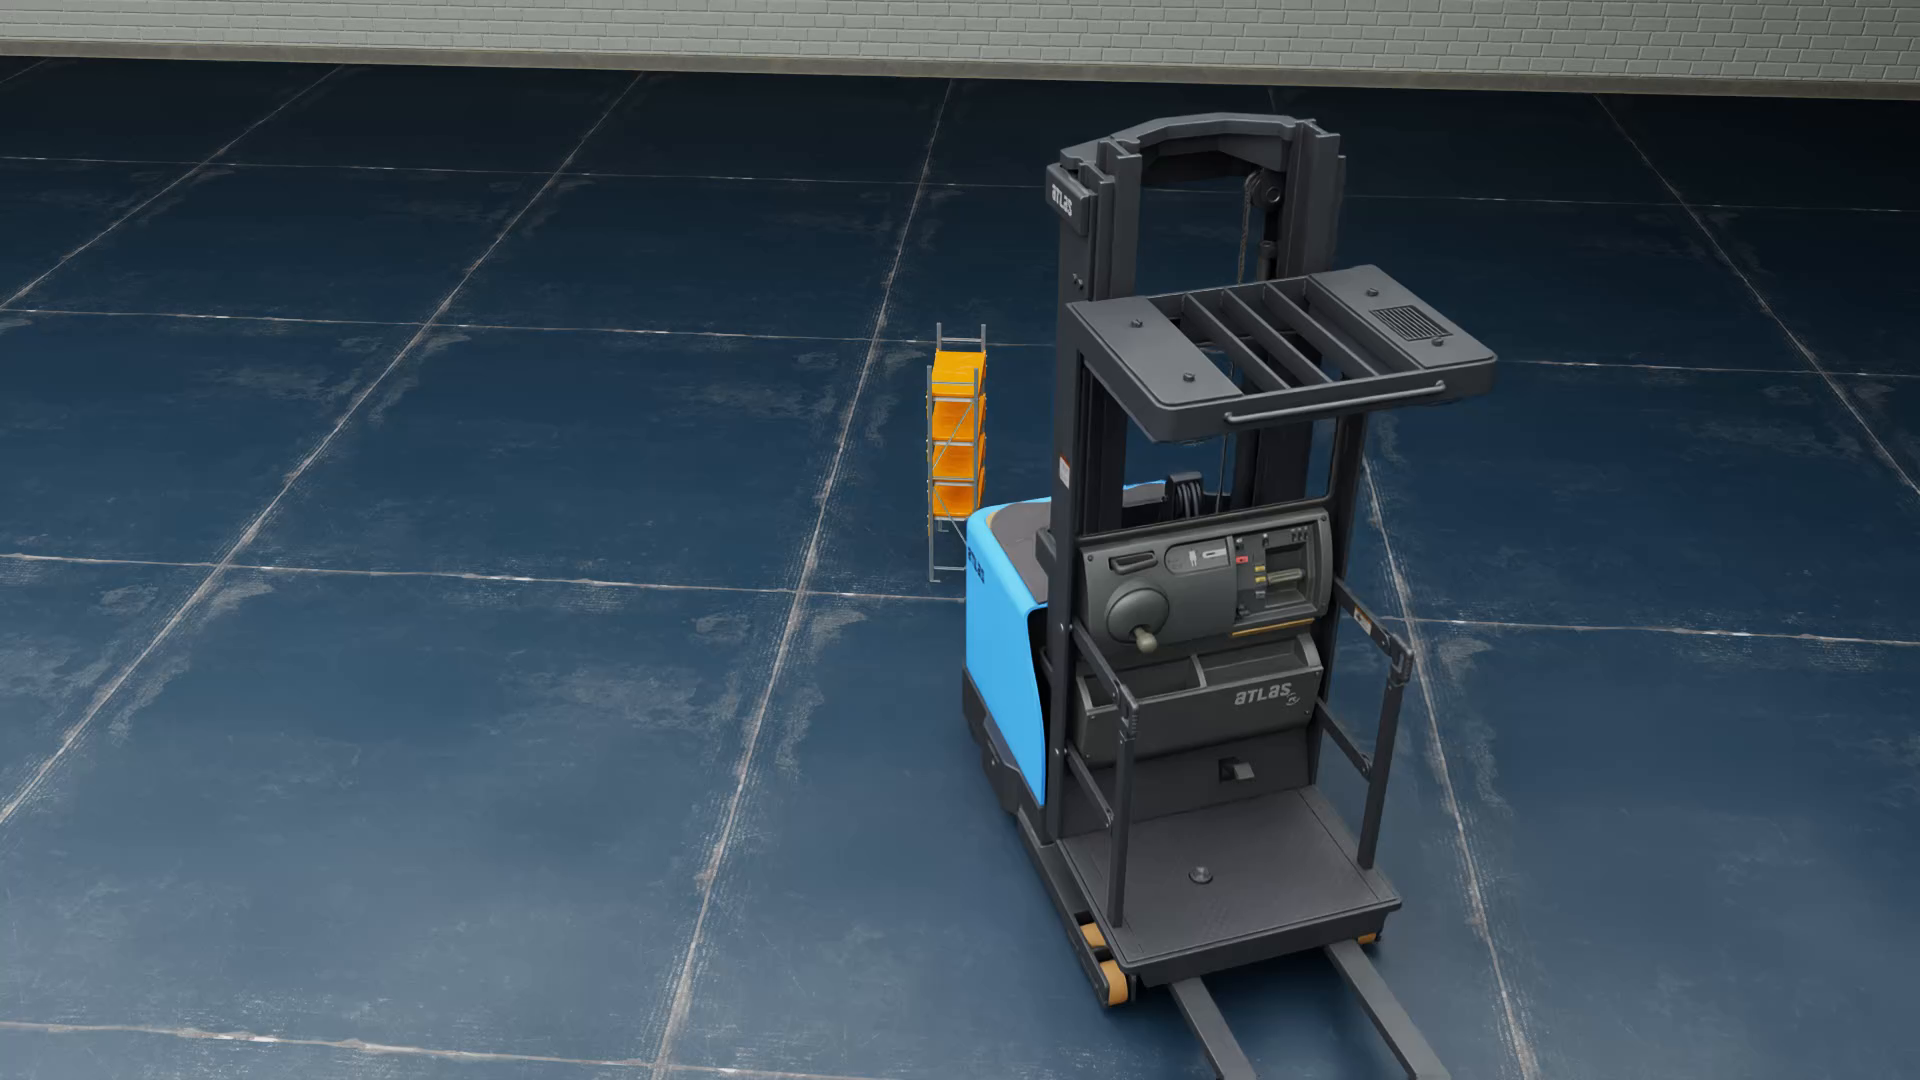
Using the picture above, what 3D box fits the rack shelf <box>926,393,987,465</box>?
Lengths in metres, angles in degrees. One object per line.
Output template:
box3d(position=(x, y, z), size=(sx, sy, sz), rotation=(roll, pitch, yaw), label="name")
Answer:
box3d(position=(-0.013, -0.557, 8.213), size=(0.258, 0.148, 0.480), rotation=(2, 32, 4), label="rack shelf")

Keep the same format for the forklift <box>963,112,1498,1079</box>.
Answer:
box3d(position=(0.937, 0.200, 5.632), size=(1.130, 2.935, 3.031), rotation=(-9, 33, -15), label="forklift")

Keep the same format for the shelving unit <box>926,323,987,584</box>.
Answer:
box3d(position=(-0.013, -0.424, 8.295), size=(0.258, 1.200, 0.503), rotation=(2, 32, 4), label="shelving unit")

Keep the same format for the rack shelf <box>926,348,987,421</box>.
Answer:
box3d(position=(-0.013, -0.759, 8.089), size=(0.258, 0.148, 0.480), rotation=(2, 32, 4), label="rack shelf")

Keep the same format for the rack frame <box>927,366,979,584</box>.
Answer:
box3d(position=(-0.033, -0.297, 8.088), size=(0.240, 1.200, 0.015), rotation=(2, 32, 4), label="rack frame")

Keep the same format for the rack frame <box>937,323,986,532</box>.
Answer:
box3d(position=(0.006, -0.552, 8.502), size=(0.240, 1.200, 0.015), rotation=(2, 32, 4), label="rack frame")

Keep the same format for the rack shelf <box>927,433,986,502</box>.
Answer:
box3d(position=(-0.013, -0.367, 8.330), size=(0.258, 0.148, 0.480), rotation=(2, 32, 4), label="rack shelf")

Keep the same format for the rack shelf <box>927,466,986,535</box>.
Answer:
box3d(position=(-0.013, -0.198, 8.434), size=(0.258, 0.148, 0.480), rotation=(2, 32, 4), label="rack shelf")
